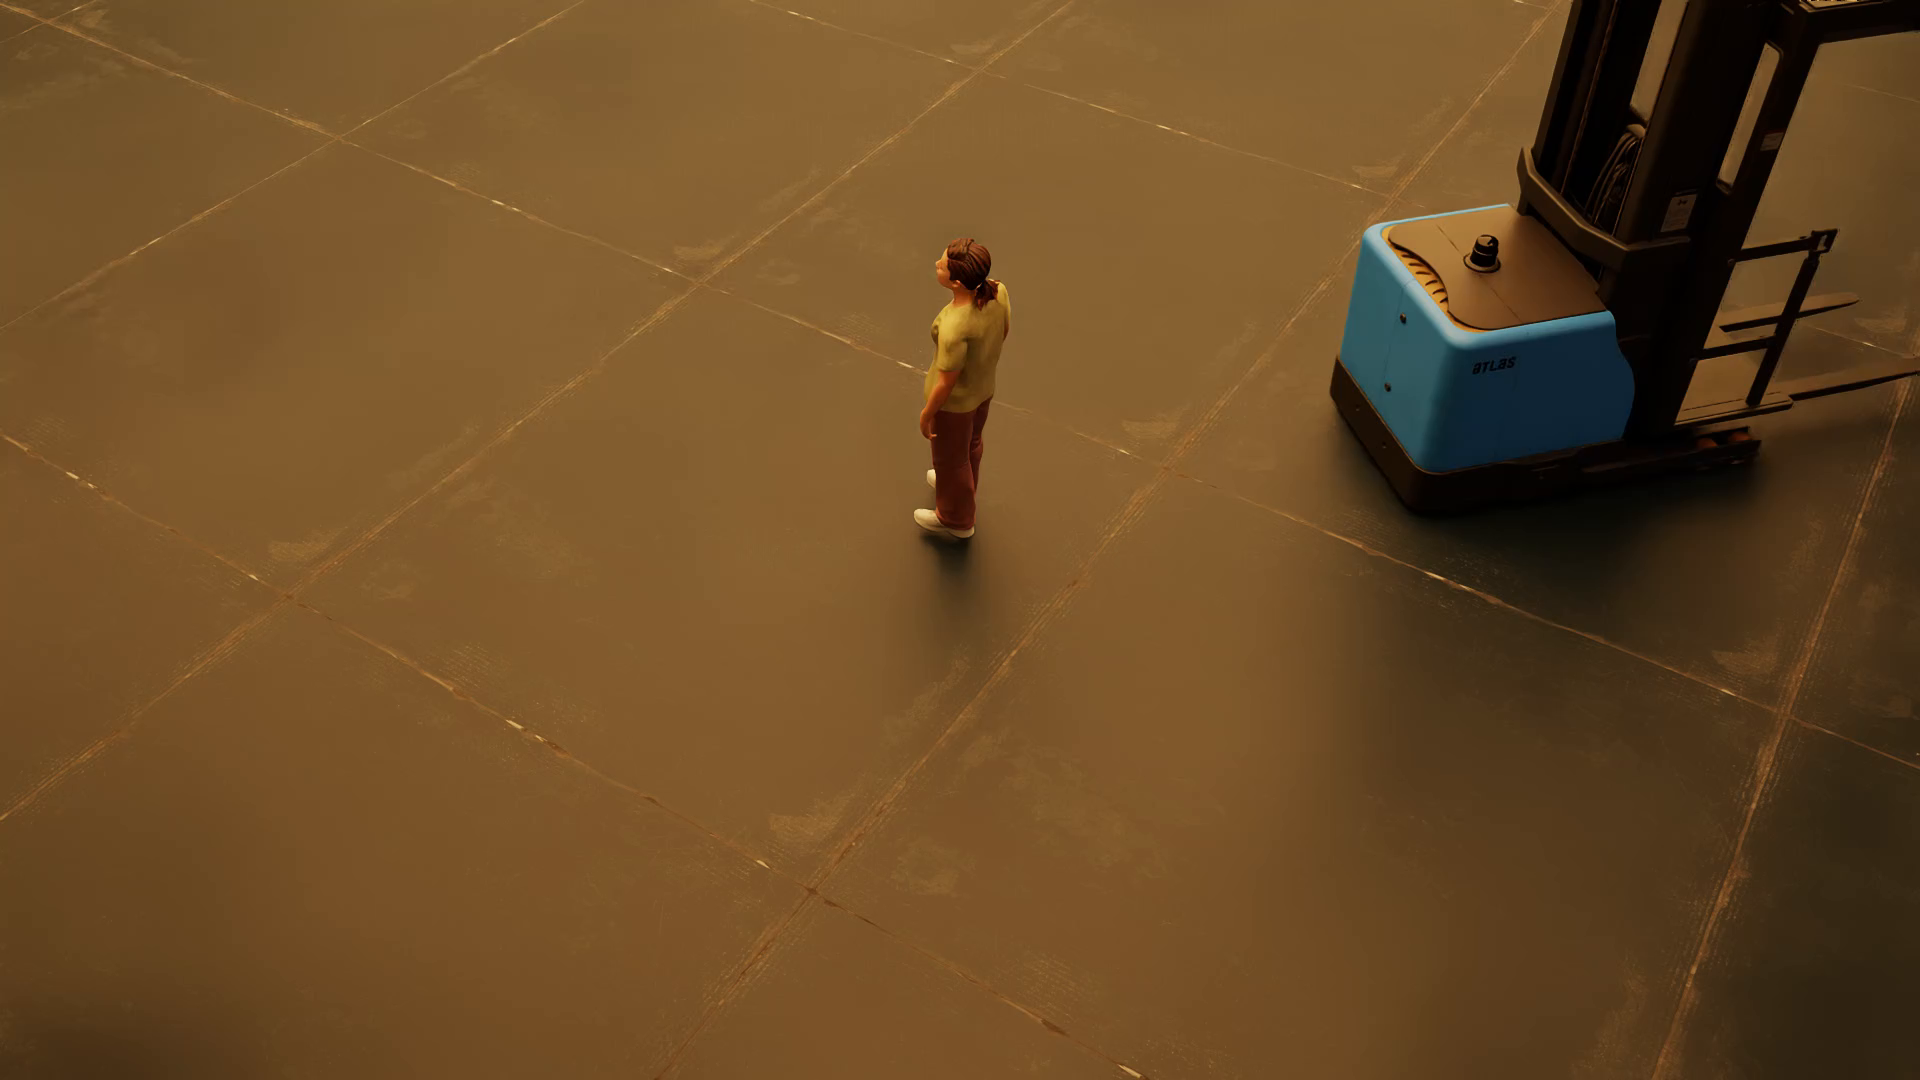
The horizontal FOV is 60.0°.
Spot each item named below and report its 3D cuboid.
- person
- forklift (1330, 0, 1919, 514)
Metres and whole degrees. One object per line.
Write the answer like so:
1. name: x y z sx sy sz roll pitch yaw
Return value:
1. person: -0.056 -0.677 7.405 0.547 1.673 0.554 24 48 23
2. forklift: 3.505 -1.753 7.697 3.031 2.935 1.130 -11 45 -11
